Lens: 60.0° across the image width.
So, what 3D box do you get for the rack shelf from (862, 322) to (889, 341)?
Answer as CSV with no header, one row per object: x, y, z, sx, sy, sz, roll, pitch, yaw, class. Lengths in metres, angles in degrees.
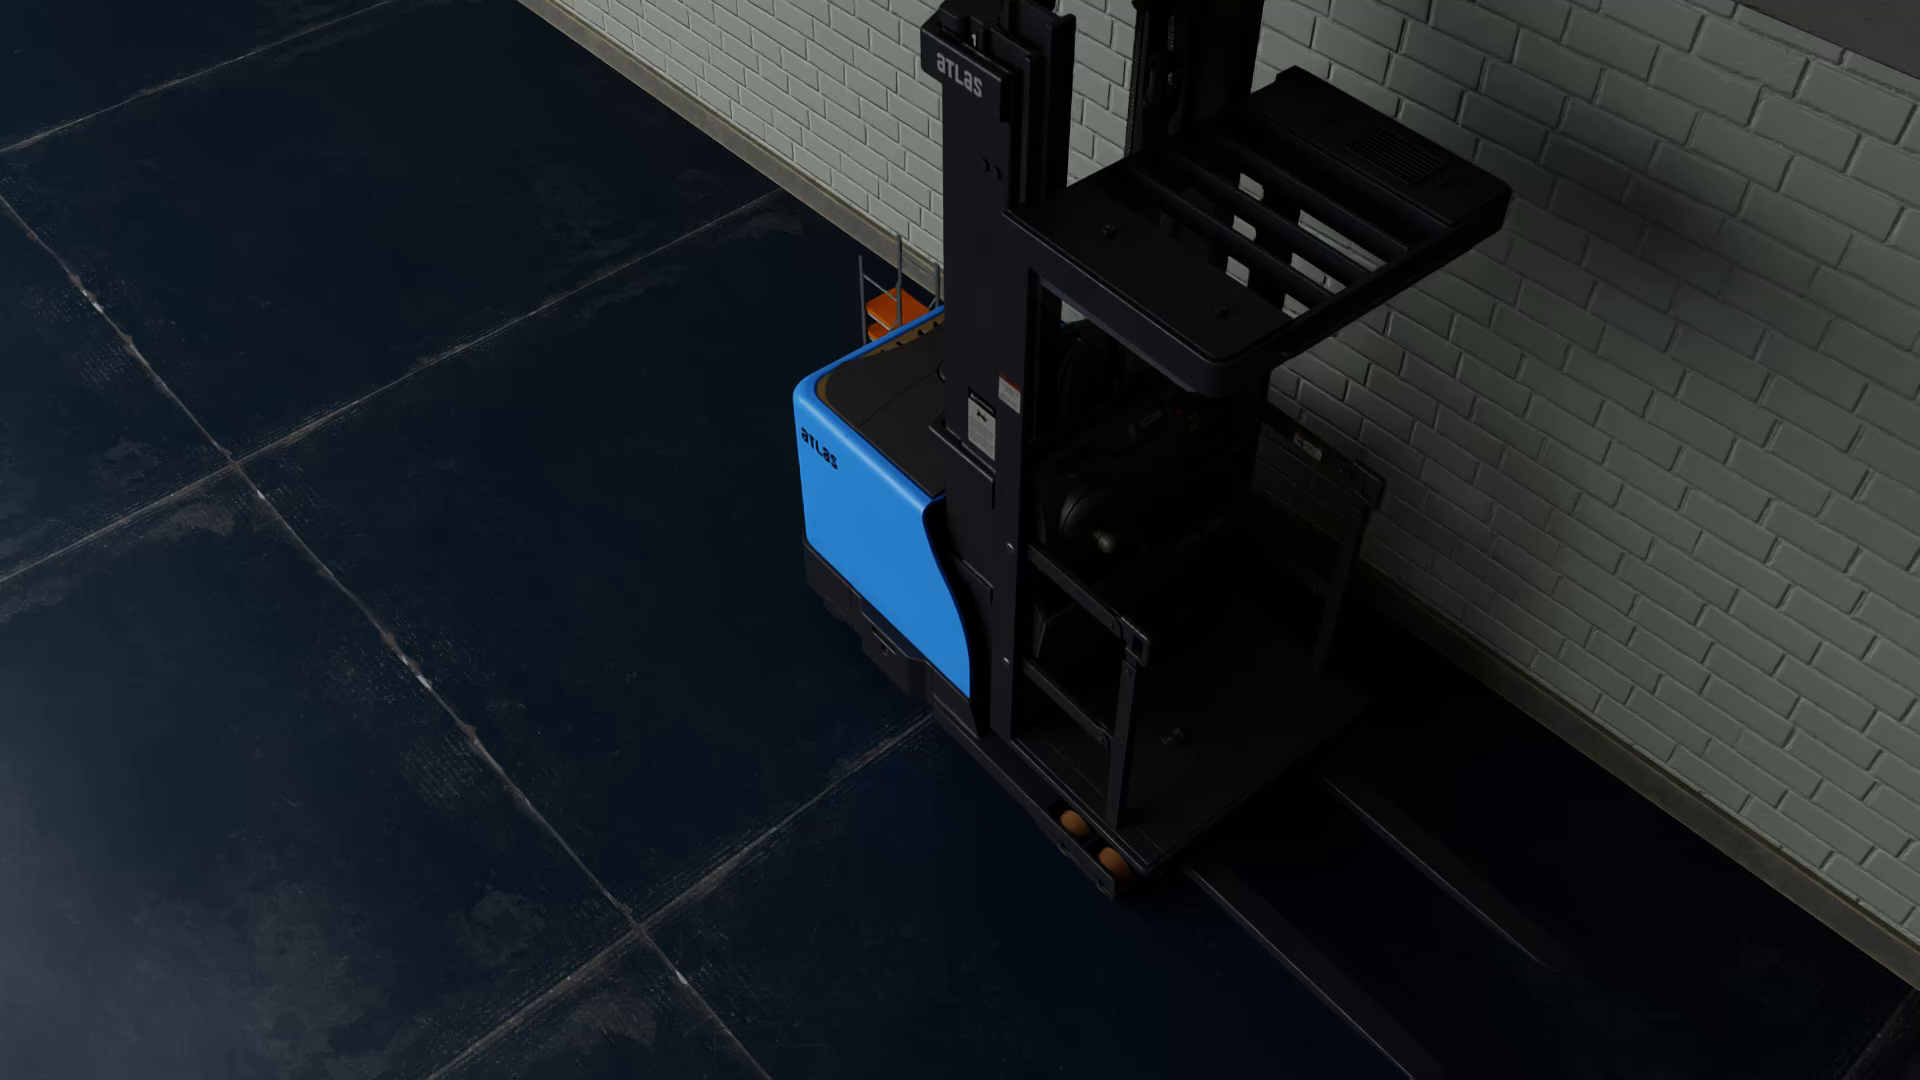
-0.226,-0.759,6.421,0.180,0.103,0.258,-32,55,-26,rack shelf

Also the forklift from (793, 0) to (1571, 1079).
0.717,-0.205,4.998,1.130,2.935,3.031,-31,55,-26,forklift

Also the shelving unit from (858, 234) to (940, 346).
-0.226,-0.626,6.565,0.189,1.200,0.258,-32,55,-26,shelving unit

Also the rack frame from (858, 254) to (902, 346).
-0.295,-0.582,6.524,0.006,1.200,0.240,-32,55,-26,rack frame

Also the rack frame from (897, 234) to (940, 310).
-0.157,-0.670,6.606,0.006,1.200,0.240,-32,55,-26,rack frame

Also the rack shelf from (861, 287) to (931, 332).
-0.226,-0.840,6.333,0.180,0.103,0.258,-32,55,-26,rack shelf
